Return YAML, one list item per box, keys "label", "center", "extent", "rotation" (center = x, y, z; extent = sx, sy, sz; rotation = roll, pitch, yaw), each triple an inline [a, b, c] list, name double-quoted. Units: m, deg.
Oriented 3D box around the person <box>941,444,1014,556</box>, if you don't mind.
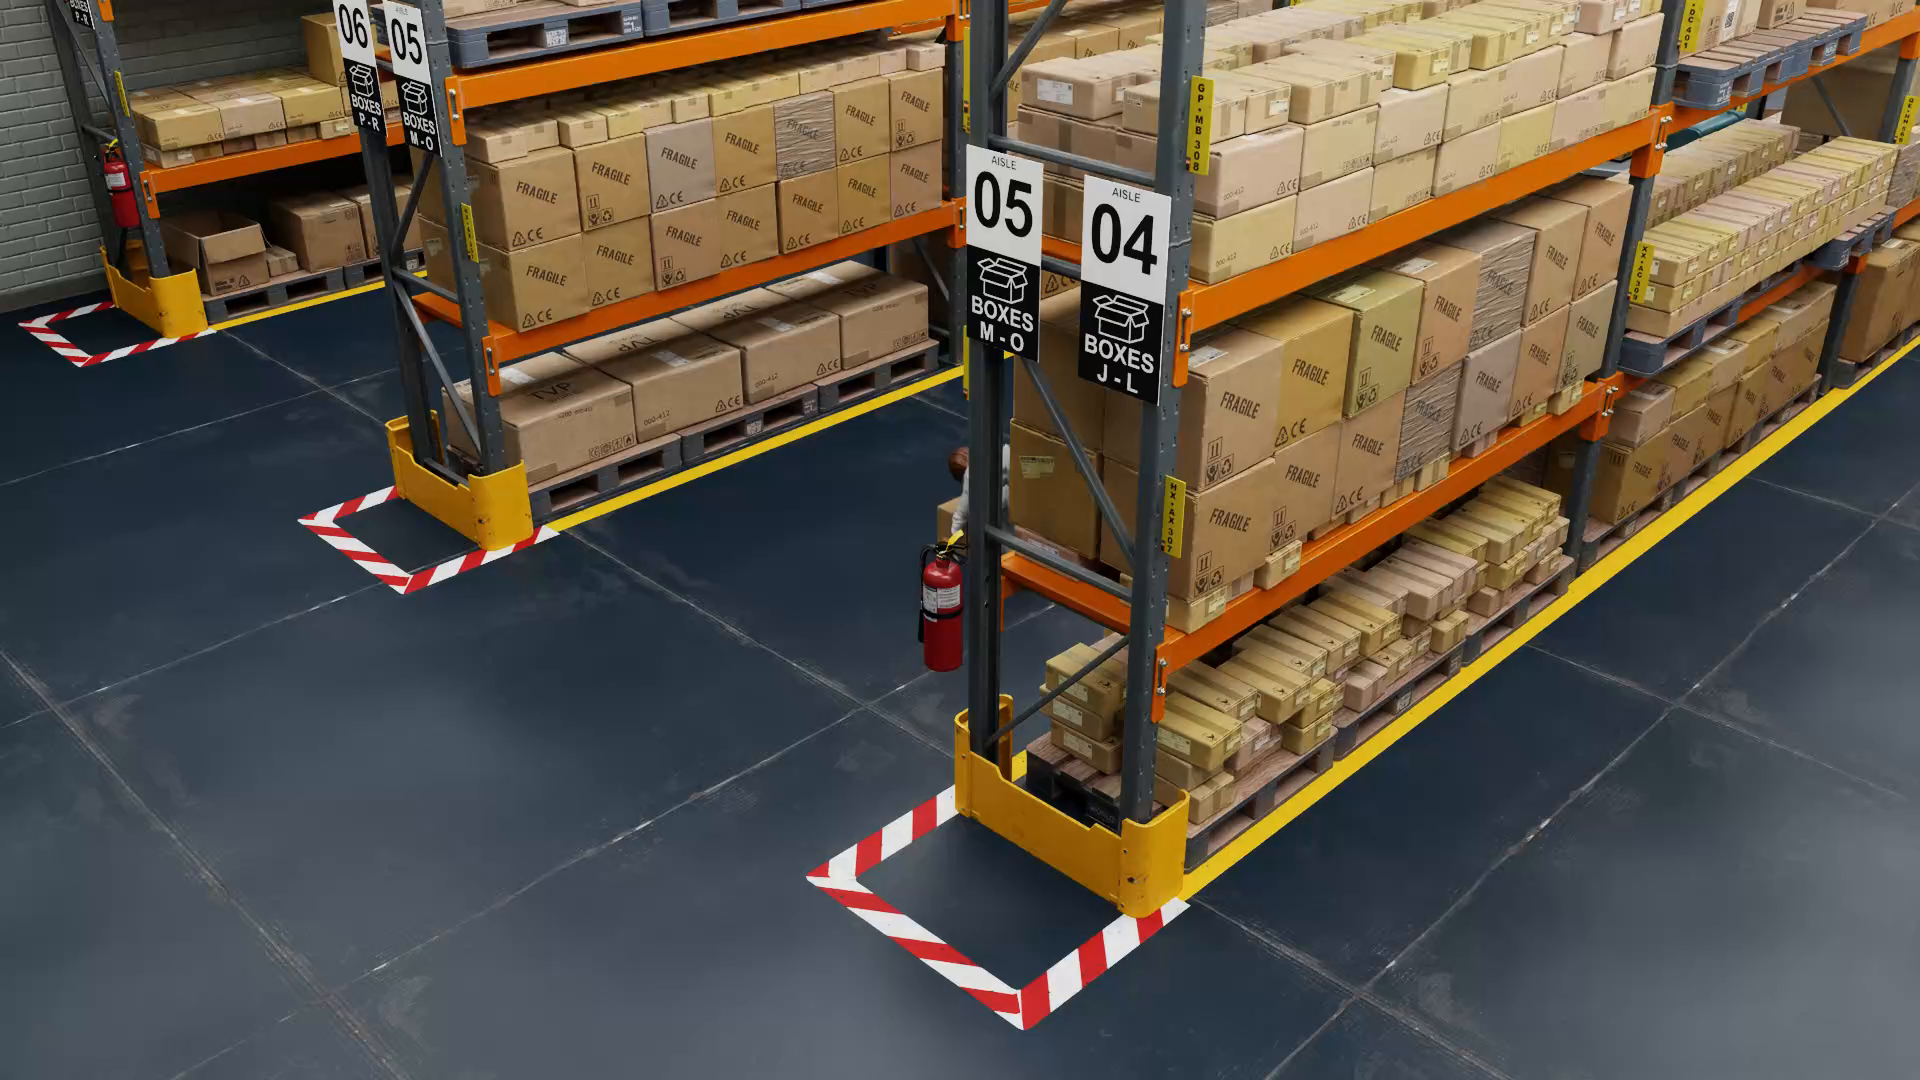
- label: "person"
  center: [0.267, -0.221, 9.893]
  extent: [0.861, 0.816, 0.424]
  rotation: [23, 36, 36]
